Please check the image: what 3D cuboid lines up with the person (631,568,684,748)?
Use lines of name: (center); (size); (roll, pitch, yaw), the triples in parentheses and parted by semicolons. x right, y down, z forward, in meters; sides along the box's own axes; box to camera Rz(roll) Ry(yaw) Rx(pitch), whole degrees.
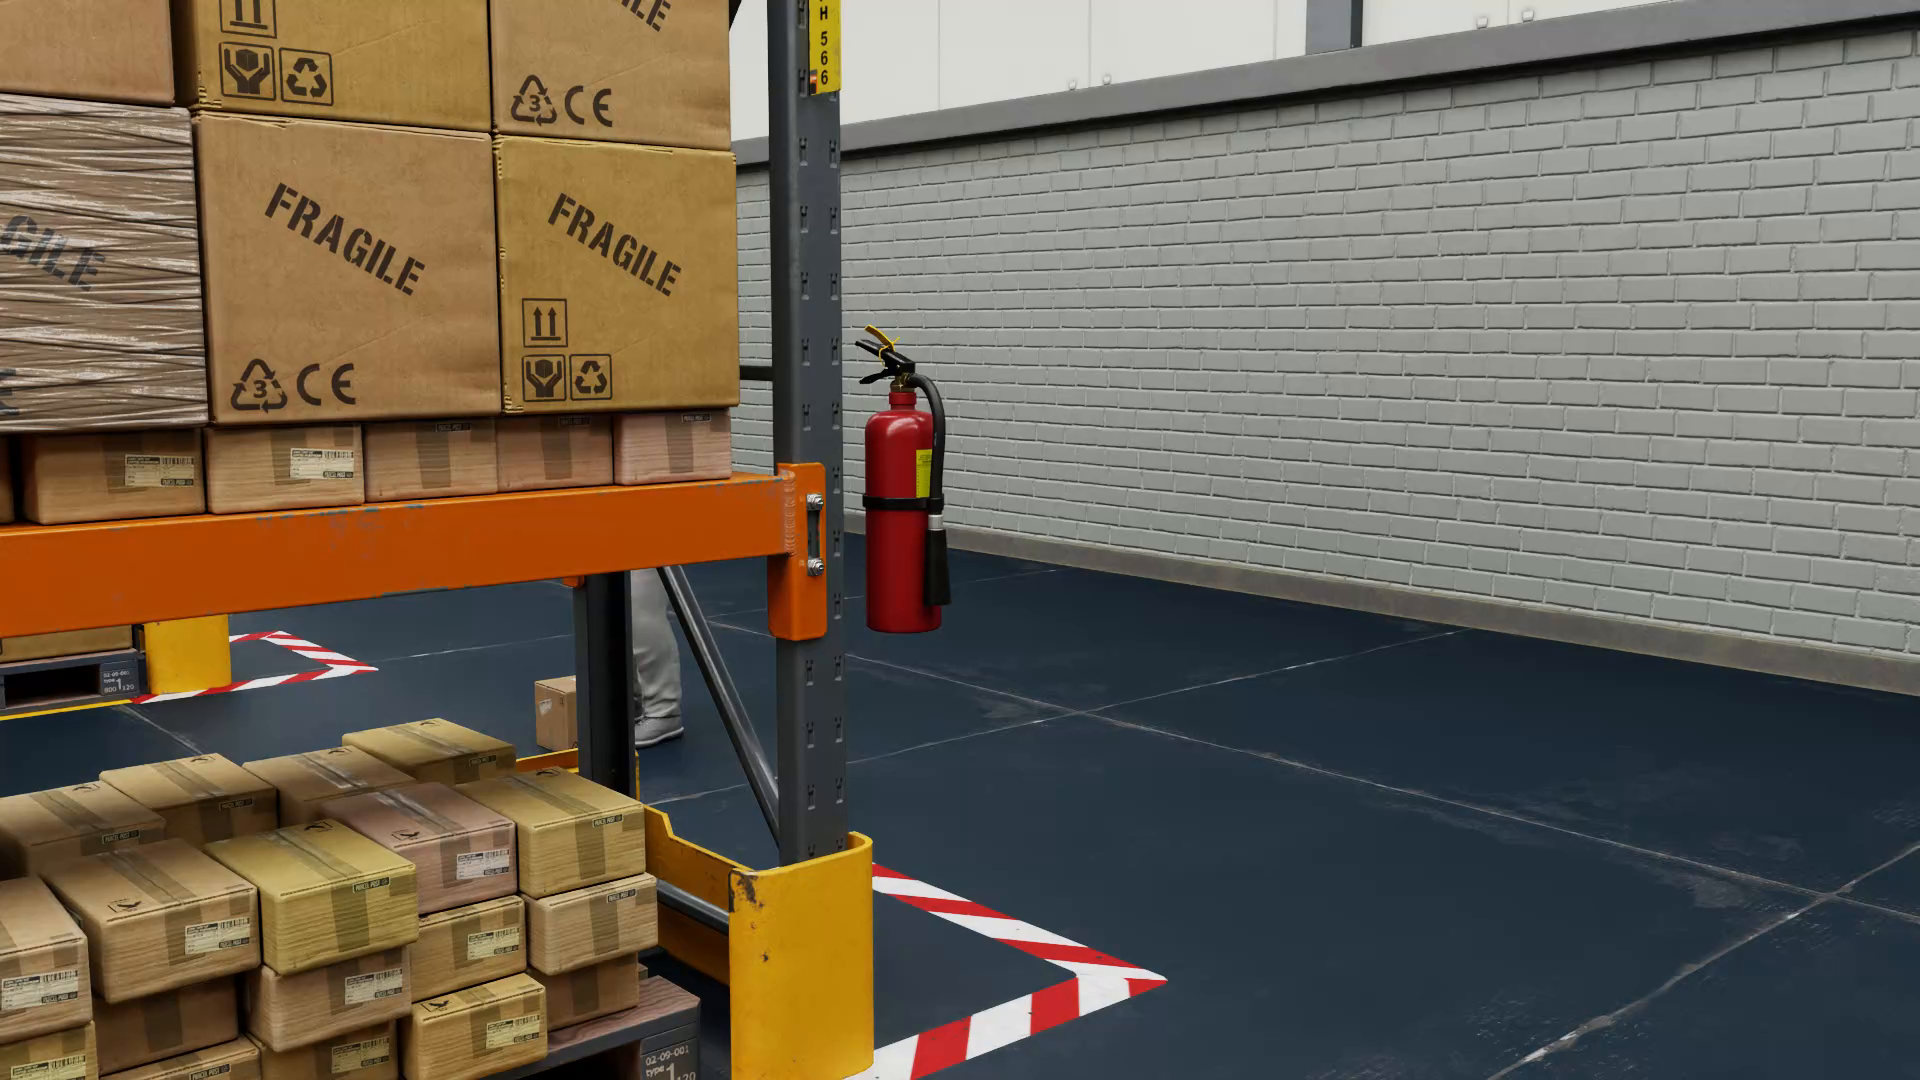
person: (-1.267, -0.098, 6.503); (0.436, 1.748, 0.586); (-6, 10, -40)
